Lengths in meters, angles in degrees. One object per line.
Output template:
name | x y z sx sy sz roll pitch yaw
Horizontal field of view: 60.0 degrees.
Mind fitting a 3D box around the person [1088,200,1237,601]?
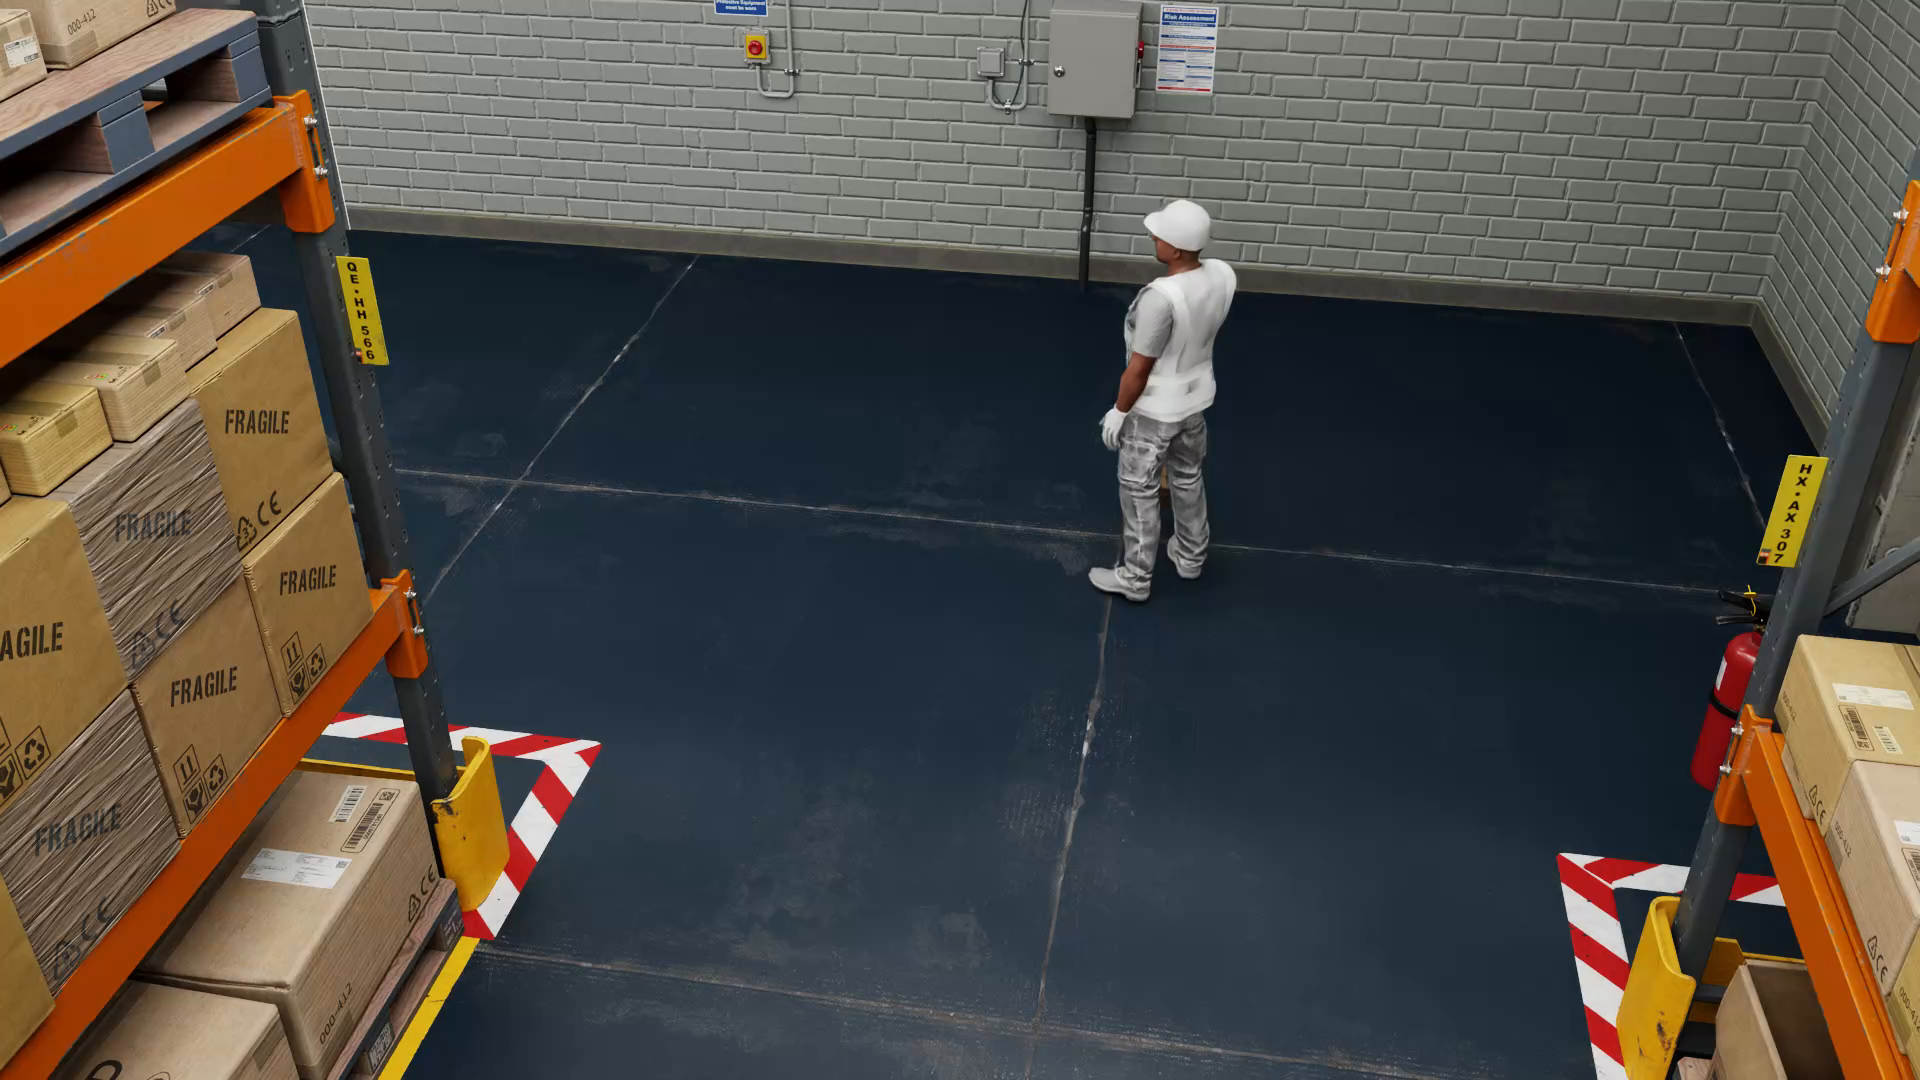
person | 0.851 -0.615 7.003 0.628 1.725 0.402 -28 42 -37
